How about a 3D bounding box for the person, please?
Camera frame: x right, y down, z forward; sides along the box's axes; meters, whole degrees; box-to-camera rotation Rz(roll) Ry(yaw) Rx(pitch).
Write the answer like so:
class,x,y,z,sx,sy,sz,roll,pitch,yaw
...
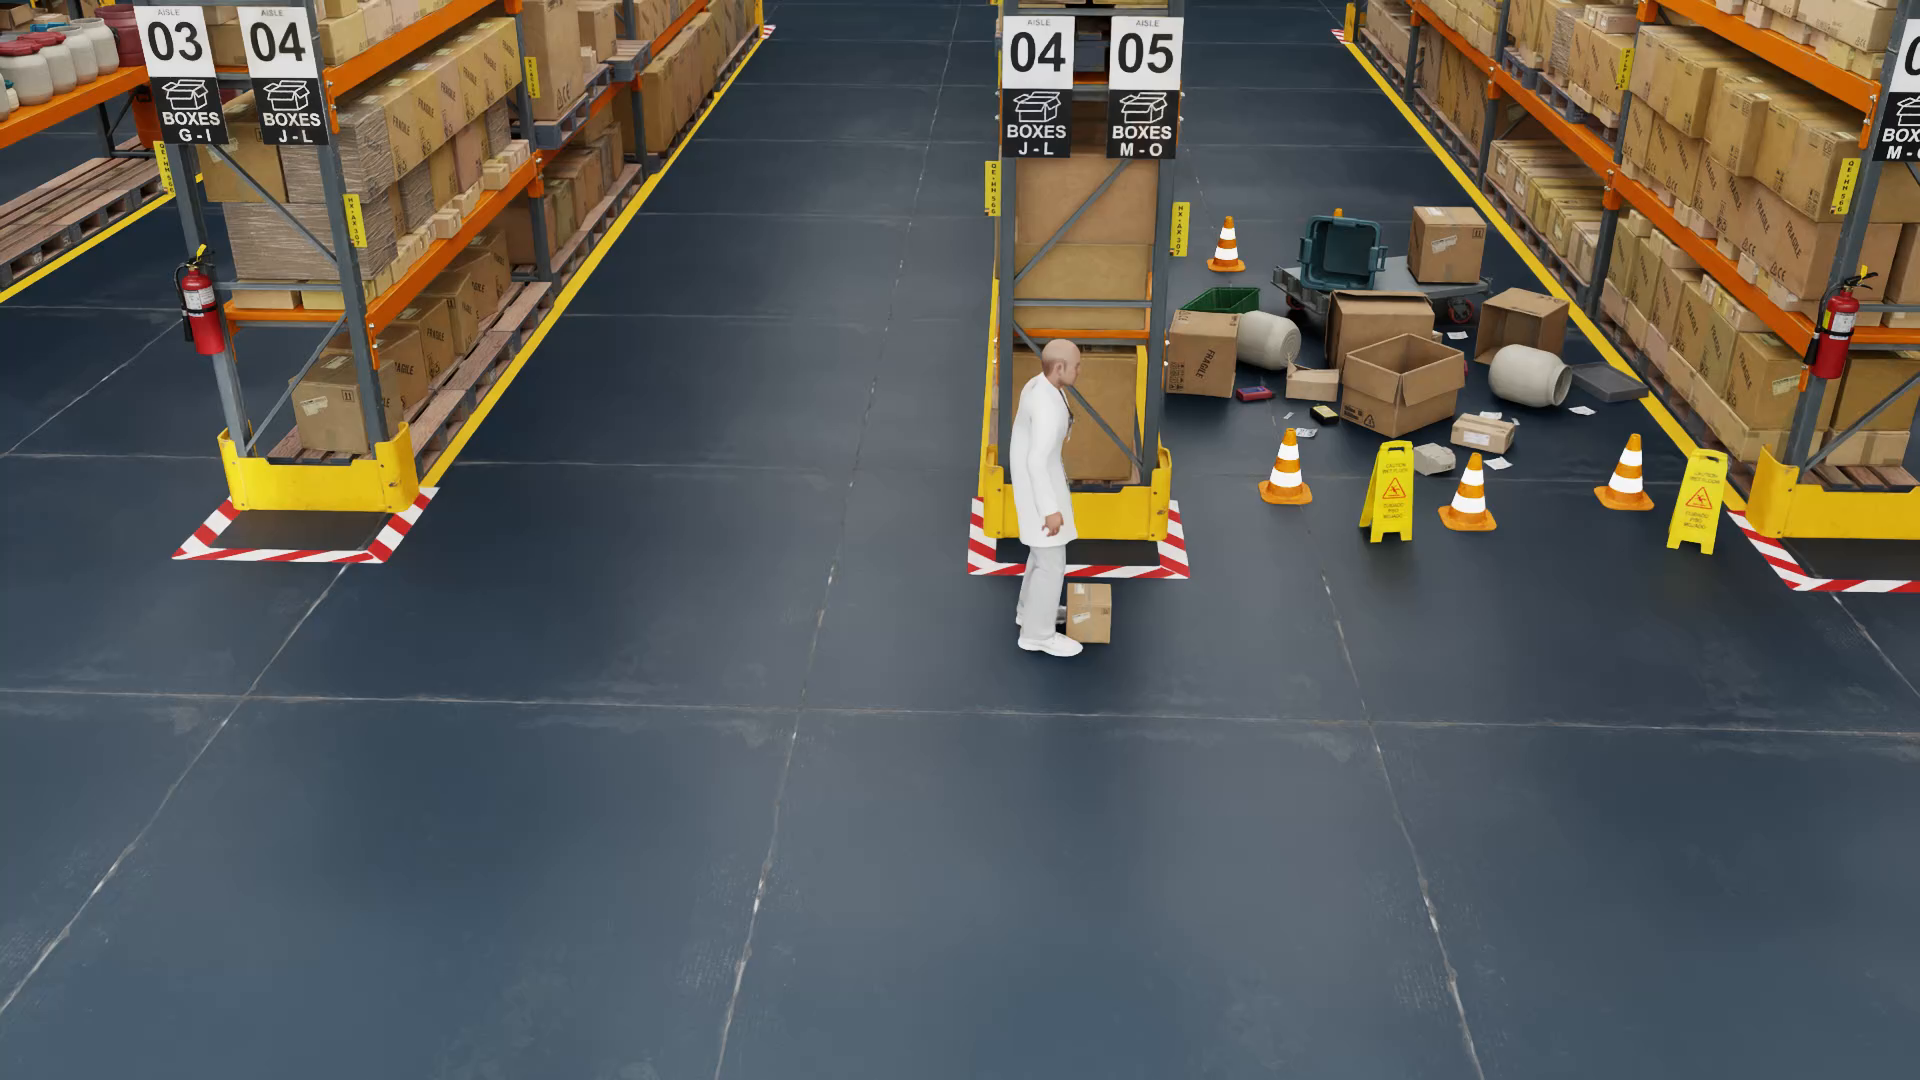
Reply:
class,x,y,z,sx,sy,sz,roll,pitch,yaw
person,0.482,-0.256,9.128,0.427,1.773,0.641,1,28,2
